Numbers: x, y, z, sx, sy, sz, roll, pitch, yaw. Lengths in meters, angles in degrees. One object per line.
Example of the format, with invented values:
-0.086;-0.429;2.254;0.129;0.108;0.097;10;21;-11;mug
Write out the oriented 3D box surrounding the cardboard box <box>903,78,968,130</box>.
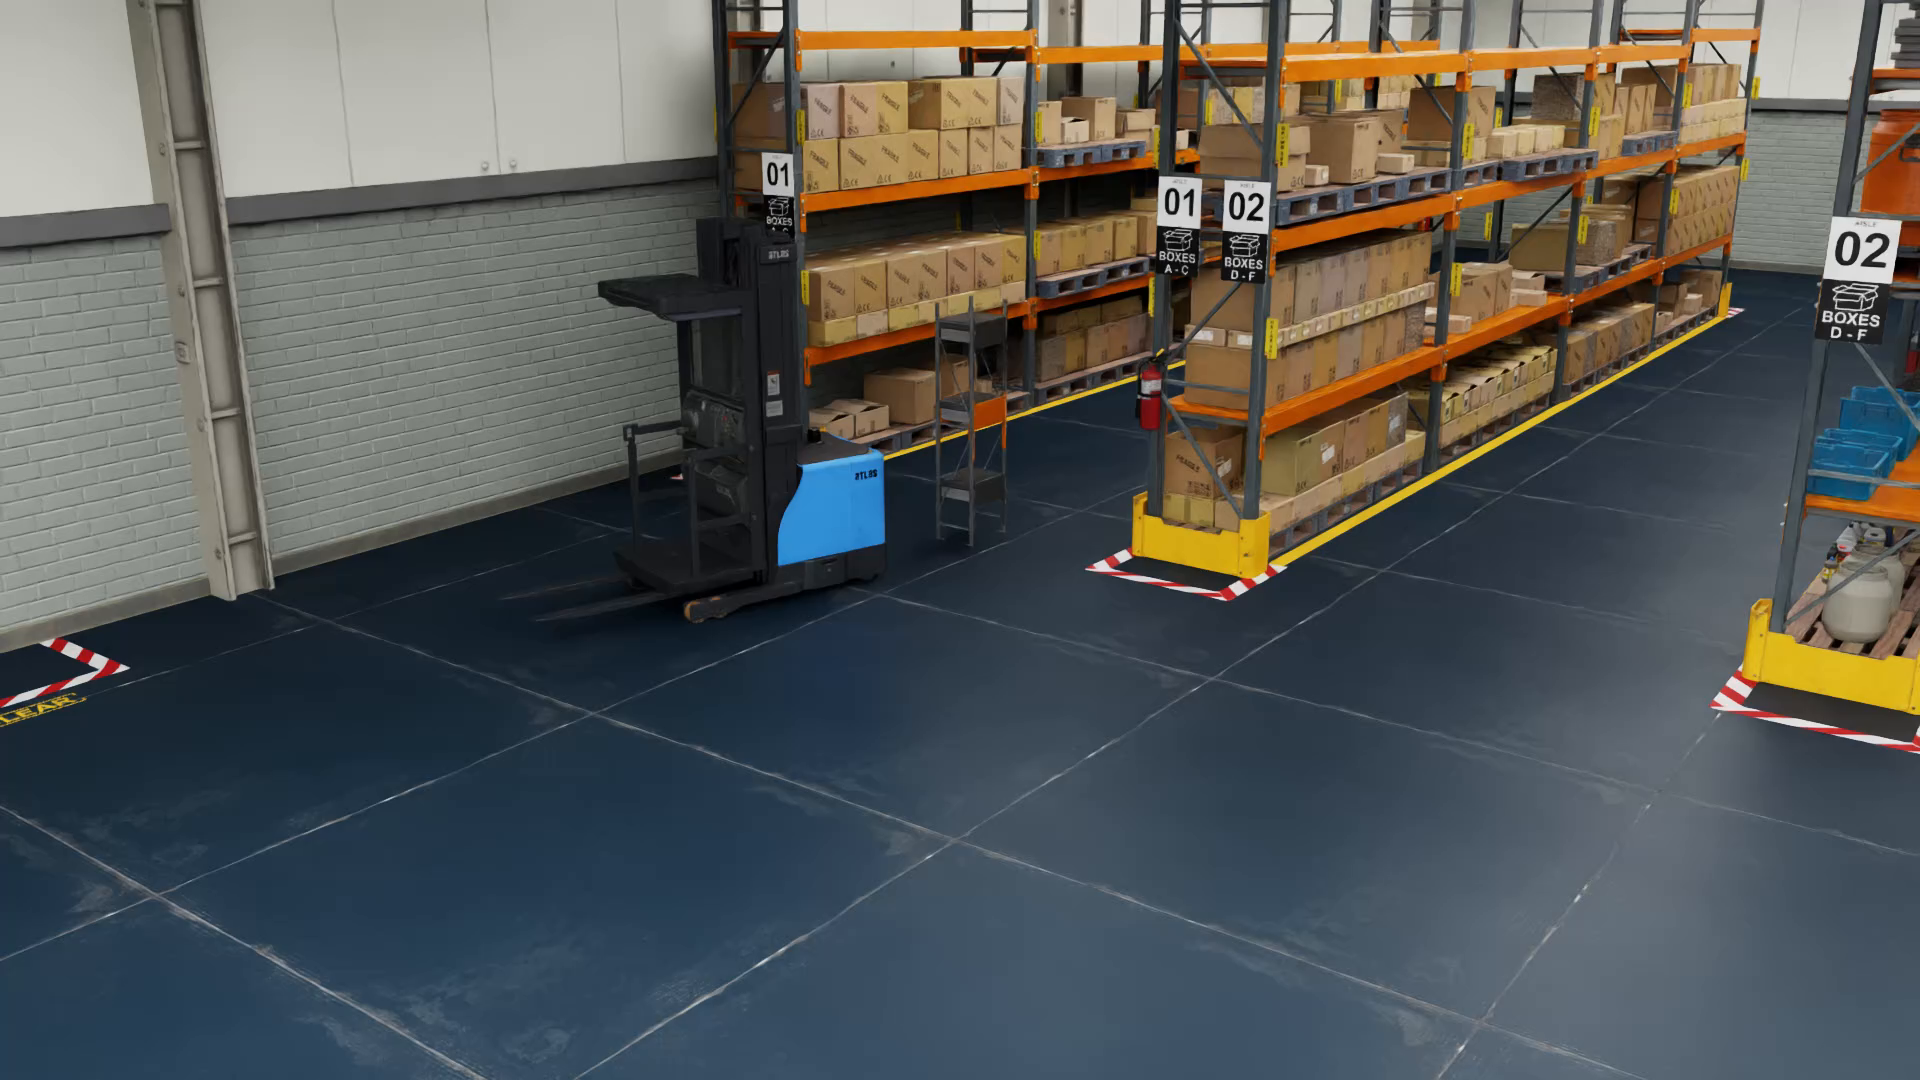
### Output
-0.255;-4.625;17.632;0.500;0.500;0.500;12;21;33;cardboard box

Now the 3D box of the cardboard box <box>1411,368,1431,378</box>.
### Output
5.042;-1.754;18.318;0.500;0.311;0.500;12;21;35;cardboard box

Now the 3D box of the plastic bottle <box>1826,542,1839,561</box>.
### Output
6.817;0.161;13.004;0.061;0.283;0.133;13;22;36;plastic bottle

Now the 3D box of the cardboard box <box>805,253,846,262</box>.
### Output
-1.519;-2.694;17.317;0.500;0.500;0.500;13;21;35;cardboard box

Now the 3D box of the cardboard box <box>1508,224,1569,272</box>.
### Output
7.095;-3.580;20.336;0.700;0.500;0.500;5;18;16;cardboard box

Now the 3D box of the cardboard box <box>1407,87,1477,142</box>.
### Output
4.826;-4.268;16.653;0.500;0.500;0.500;13;21;35;cardboard box

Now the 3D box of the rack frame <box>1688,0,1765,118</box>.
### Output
11.577;-7.932;25.112;1.000;3.000;0.127;12;21;35;rack frame

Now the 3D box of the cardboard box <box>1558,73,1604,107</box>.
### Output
7.379;-5.343;19.980;0.500;0.500;0.500;12;21;35;cardboard box

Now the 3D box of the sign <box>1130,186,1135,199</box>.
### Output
2.382;-4.686;22.823;0.100;0.325;0.005;12;21;35;sign

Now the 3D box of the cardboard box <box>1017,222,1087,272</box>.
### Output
1.116;-3.588;20.329;0.700;0.500;0.500;15;23;40;cardboard box

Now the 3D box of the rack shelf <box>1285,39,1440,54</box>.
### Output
6.405;-7.795;26.560;1.077;0.370;4.000;12;21;35;rack shelf

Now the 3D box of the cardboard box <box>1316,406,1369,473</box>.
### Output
3.438;-0.947;15.398;0.500;0.500;0.500;12;21;35;cardboard box

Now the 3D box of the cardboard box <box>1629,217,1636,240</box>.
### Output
9.285;-4.326;23.448;0.500;0.500;0.500;13;21;36;cardboard box

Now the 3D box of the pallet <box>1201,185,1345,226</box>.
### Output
2.486;-2.810;13.826;1.003;0.211;1.213;12;21;35;pallet

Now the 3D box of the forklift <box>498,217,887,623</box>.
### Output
-2.087;-0.941;12.830;3.031;2.935;1.130;-12;21;-35;forklift

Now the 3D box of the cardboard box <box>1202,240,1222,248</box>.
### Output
3.325;-4.306;22.847;0.500;0.500;0.500;13;22;36;cardboard box

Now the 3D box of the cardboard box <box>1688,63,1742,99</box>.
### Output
11.284;-6.899;24.991;0.700;0.500;0.500;12;21;35;cardboard box

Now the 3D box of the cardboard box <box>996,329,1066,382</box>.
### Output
0.871;-2.278;20.493;0.700;0.500;0.500;13;22;37;cardboard box

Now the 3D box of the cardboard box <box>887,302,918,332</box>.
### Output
-0.785;-2.375;17.553;0.500;0.250;0.500;12;21;34;cardboard box

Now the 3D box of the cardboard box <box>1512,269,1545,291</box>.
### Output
6.558;-3.040;19.625;0.500;0.311;0.500;14;22;38;cardboard box

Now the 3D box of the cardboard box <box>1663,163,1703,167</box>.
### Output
11.101;-5.533;25.648;0.500;0.500;0.500;13;22;36;cardboard box

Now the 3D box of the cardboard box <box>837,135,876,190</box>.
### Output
-1.188;-3.777;16.589;0.500;0.500;0.500;14;22;38;cardboard box

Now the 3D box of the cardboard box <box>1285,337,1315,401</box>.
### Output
2.641;-1.539;14.472;0.700;0.500;0.500;13;22;36;cardboard box

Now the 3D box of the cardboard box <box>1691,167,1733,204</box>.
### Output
11.232;-5.317;24.953;0.500;0.500;0.500;13;22;36;cardboard box

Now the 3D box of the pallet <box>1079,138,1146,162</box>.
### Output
1.515;-4.802;20.407;1.213;0.211;1.003;12;21;35;pallet

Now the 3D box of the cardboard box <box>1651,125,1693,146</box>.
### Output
9.682;-5.547;22.743;0.500;0.250;0.500;12;21;35;cardboard box

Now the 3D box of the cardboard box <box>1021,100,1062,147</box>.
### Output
0.836;-4.880;19.466;0.500;0.500;0.500;16;24;42;cardboard box

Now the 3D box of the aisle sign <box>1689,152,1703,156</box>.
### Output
11.382;-6.376;25.836;0.394;0.787;0.004;12;21;35;aisle sign

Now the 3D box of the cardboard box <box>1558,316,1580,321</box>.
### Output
7.795;-2.691;21.825;0.500;0.500;0.500;11;21;33;cardboard box

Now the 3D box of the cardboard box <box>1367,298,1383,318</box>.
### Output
3.679;-2.161;15.384;0.380;0.149;0.250;13;22;36;cardboard box

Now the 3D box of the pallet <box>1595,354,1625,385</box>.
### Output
8.013;-2.290;21.762;1.003;0.211;1.213;12;21;35;pallet

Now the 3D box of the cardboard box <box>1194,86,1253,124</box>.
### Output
3.686;-6.117;23.415;0.700;0.500;0.500;14;22;37;cardboard box

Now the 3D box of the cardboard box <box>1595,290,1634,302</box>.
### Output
9.305;-3.316;23.838;0.500;0.500;0.500;12;21;35;cardboard box

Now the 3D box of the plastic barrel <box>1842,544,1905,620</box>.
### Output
6.649;0.318;12.148;0.421;0.512;0.421;0;17;0;plastic barrel

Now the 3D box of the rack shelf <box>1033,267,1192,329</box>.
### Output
1.638;-3.216;21.255;1.077;0.370;4.000;12;21;35;rack shelf

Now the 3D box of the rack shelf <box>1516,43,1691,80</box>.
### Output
8.002;-5.968;20.676;1.077;0.370;4.000;12;21;35;rack shelf

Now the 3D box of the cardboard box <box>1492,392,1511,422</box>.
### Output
5.782;-1.515;18.492;0.500;0.250;0.500;13;21;36;cardboard box

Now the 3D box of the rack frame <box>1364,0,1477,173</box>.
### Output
4.427;-5.074;15.908;1.000;3.000;0.127;12;21;35;rack frame

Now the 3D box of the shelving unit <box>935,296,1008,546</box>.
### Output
0.099;-1.042;14.559;0.431;2.100;0.503;12;21;35;shelving unit

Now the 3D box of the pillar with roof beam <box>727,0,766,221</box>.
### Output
1.243;-4.554;14.236;9.100;9.000;0.400;12;21;35;pillar with roof beam

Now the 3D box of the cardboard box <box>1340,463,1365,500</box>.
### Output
3.437;-0.589;15.510;0.500;0.250;0.500;12;21;35;cardboard box

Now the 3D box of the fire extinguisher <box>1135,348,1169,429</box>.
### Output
1.600;-1.273;13.915;0.296;0.674;0.183;12;21;35;fire extinguisher

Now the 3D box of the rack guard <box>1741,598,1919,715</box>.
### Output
6.027;0.788;11.364;1.175;0.500;0.348;12;21;35;rack guard

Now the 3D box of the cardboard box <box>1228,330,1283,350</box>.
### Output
2.450;-1.669;13.798;0.380;0.149;0.250;12;21;34;cardboard box

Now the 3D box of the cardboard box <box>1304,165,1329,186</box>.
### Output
2.886;-3.085;14.042;0.380;0.149;0.250;12;21;35;cardboard box

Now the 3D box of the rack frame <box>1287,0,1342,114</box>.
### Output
5.213;-7.854;24.860;1.000;3.000;0.127;12;21;35;rack frame

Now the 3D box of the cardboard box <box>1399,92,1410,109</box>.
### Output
7.064;-7.205;27.205;0.500;0.250;0.500;11;21;33;cardboard box

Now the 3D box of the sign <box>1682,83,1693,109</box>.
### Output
9.641;-5.884;22.041;0.100;0.325;0.005;12;21;35;sign

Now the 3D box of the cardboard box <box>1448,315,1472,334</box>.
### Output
5.119;-2.264;17.399;0.380;0.149;0.250;12;21;35;cardboard box

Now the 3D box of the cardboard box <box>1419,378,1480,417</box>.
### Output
5.176;-1.537;17.617;0.500;0.311;0.500;12;21;34;cardboard box

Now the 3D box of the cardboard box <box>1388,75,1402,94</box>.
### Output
6.768;-7.443;26.708;0.500;0.500;0.500;11;21;32;cardboard box

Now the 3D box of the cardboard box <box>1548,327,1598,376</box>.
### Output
7.618;-2.361;20.763;0.500;0.500;0.500;12;21;33;cardboard box

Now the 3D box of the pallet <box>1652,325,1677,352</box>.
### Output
9.603;-2.946;23.874;1.003;0.211;1.213;12;21;35;pallet

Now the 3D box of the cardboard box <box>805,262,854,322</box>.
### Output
-1.411;-2.487;16.649;0.500;0.500;0.500;12;21;35;cardboard box

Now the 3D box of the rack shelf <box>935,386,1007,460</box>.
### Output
0.099;-1.029;14.563;0.431;0.518;0.480;12;21;35;rack shelf
